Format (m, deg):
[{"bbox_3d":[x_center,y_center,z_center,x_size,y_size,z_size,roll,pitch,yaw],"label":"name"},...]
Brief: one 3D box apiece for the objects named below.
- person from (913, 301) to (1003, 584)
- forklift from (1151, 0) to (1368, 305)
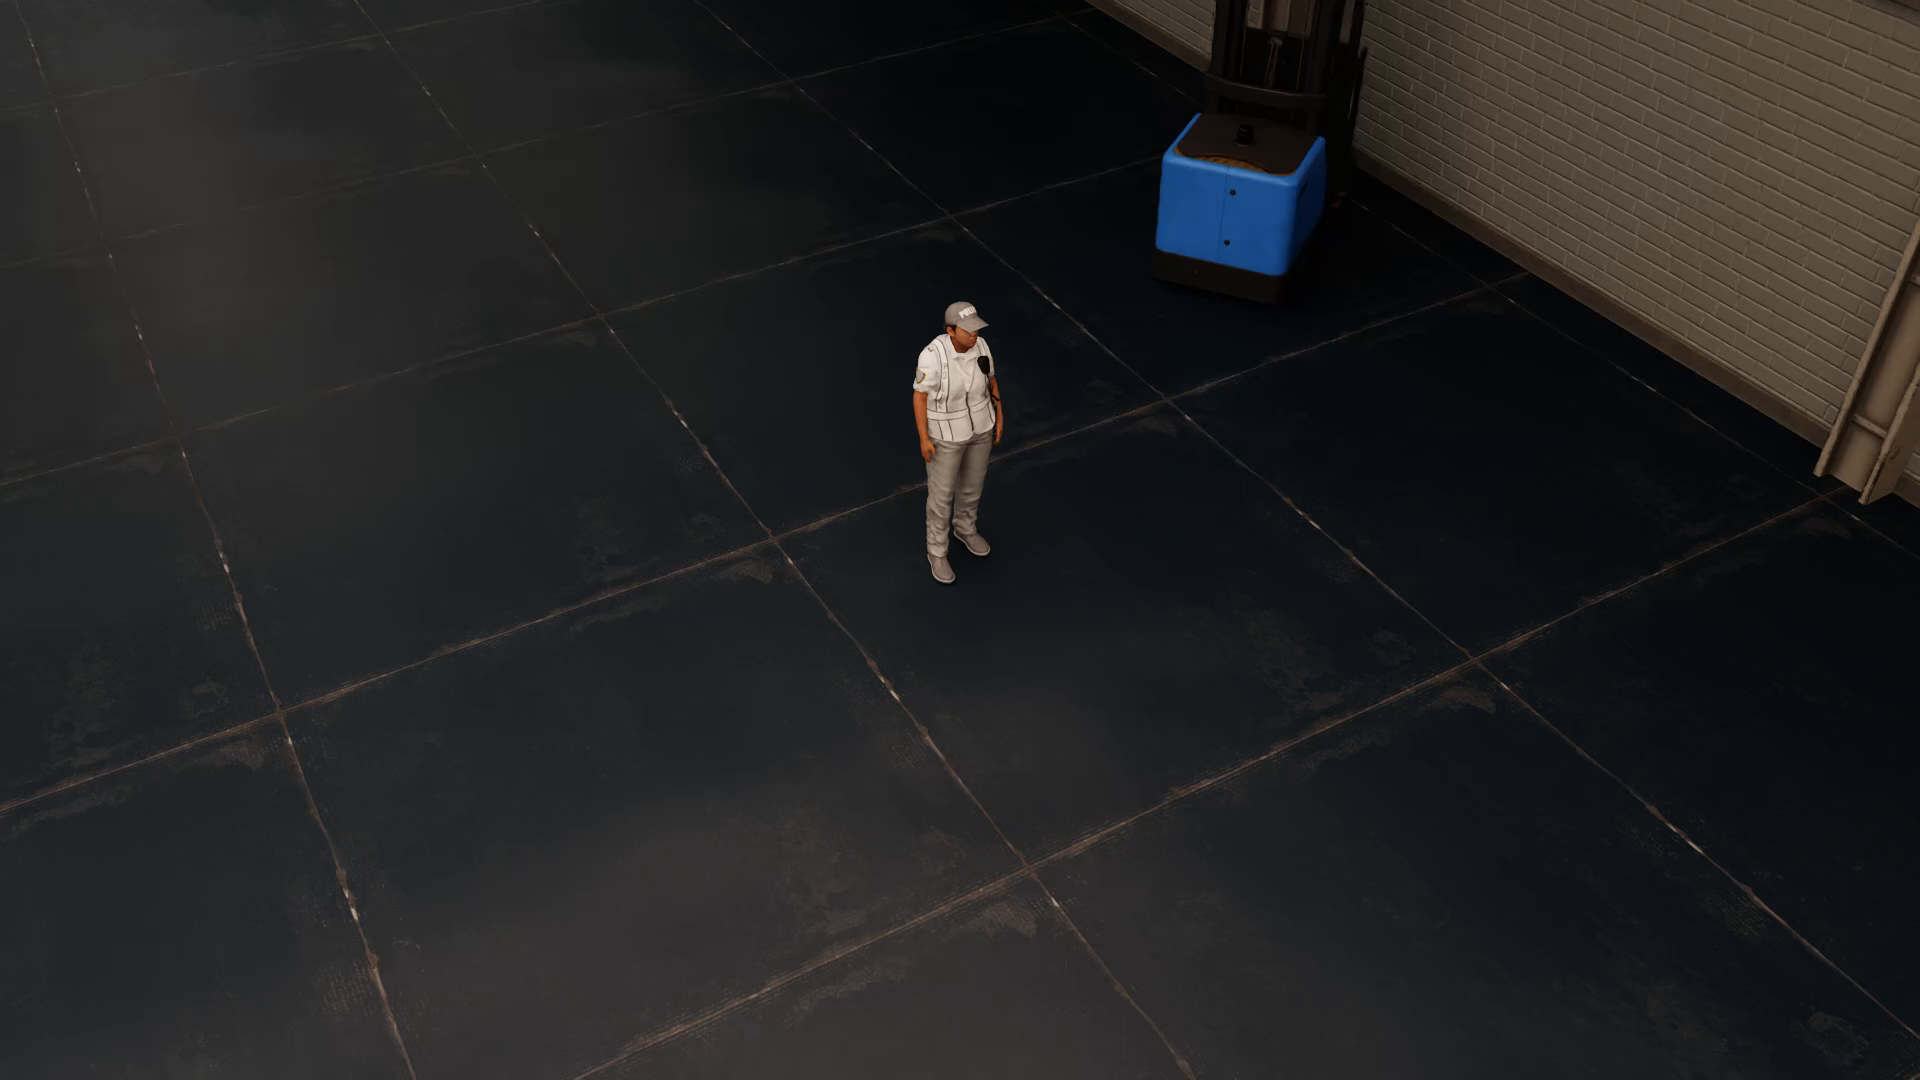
[{"bbox_3d":[0.018,-0.597,9.736,0.598,1.670,0.529,-20,44,-23],"label":"person"},{"bbox_3d":[2.534,-3.811,12.631,1.130,2.935,3.031,16,42,19],"label":"forklift"}]
